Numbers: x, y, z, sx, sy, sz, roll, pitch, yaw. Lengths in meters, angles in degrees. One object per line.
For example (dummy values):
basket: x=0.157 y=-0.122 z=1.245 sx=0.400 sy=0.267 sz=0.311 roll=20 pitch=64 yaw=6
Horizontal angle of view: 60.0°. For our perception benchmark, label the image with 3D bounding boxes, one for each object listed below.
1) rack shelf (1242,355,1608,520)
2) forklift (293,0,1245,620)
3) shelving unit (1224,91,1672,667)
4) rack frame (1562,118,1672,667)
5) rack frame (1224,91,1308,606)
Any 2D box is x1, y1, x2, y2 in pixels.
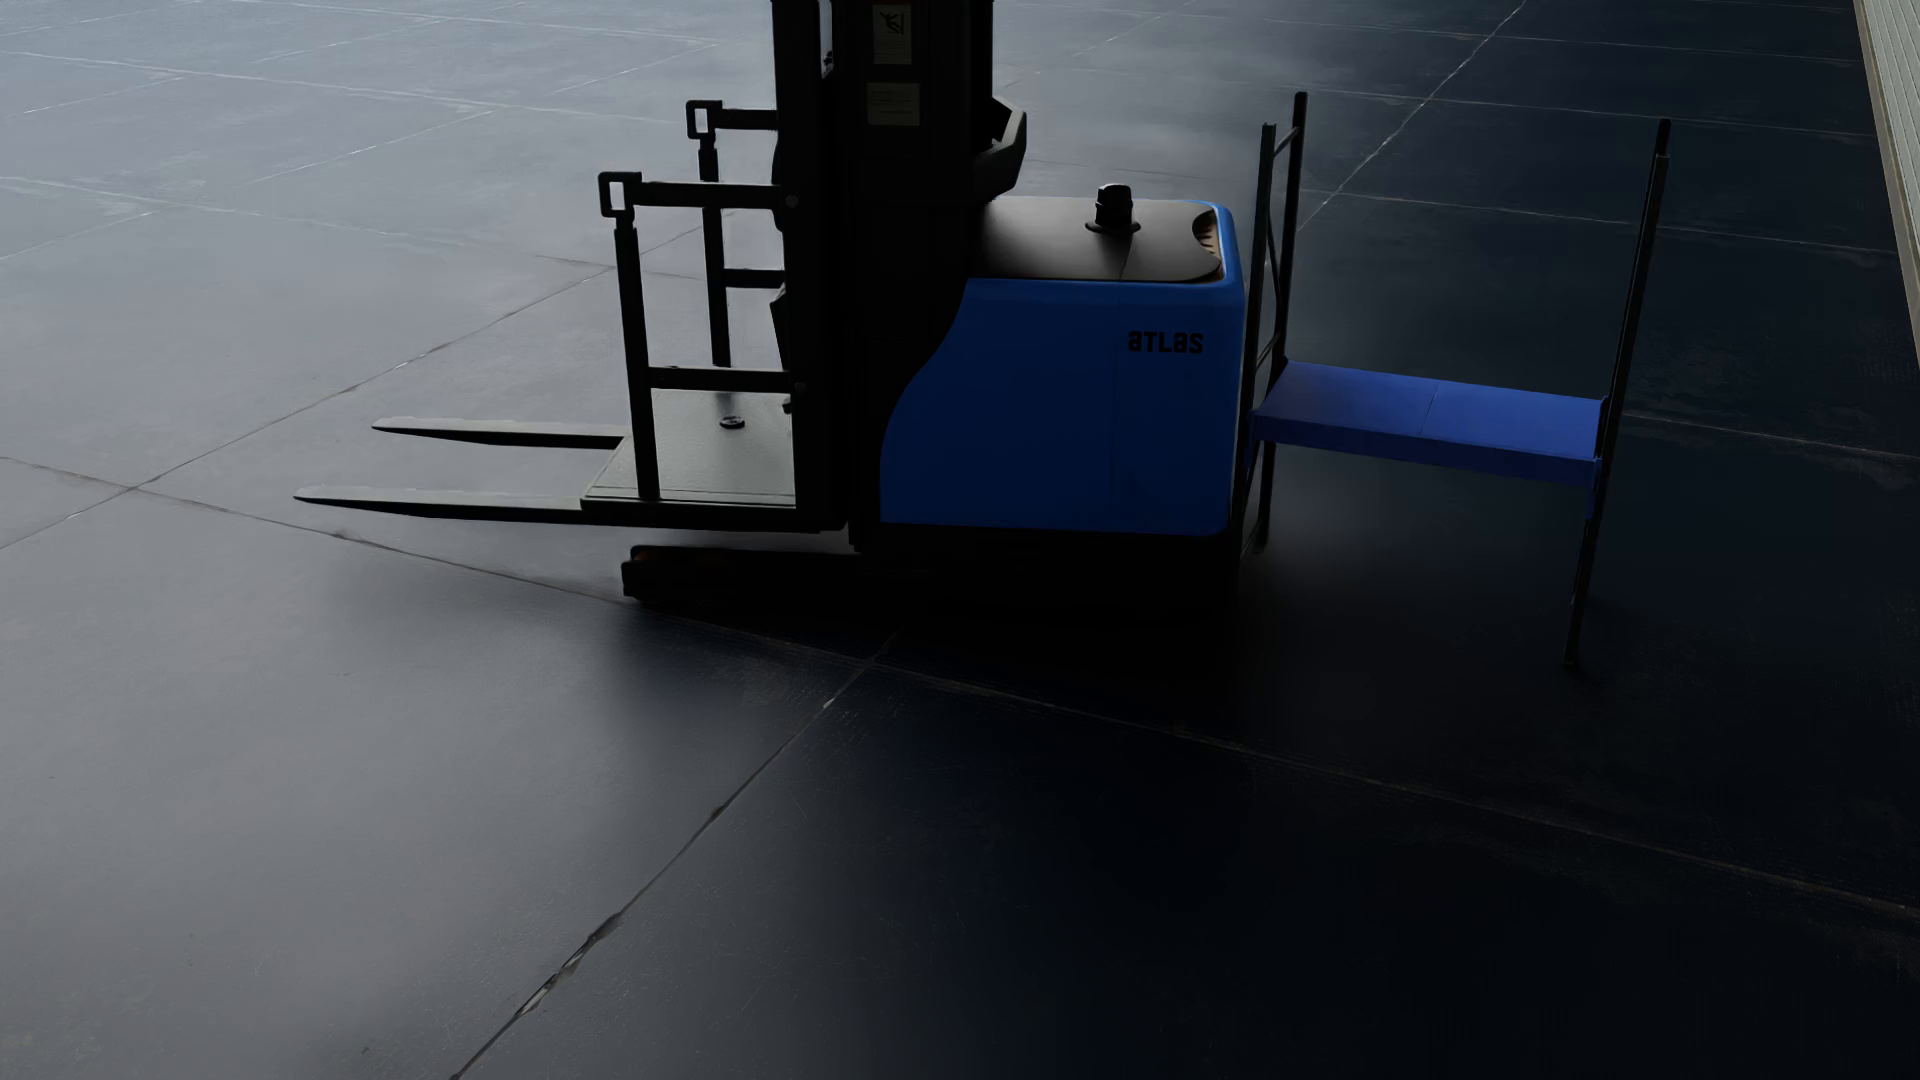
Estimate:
rack shelf: x=1.411 y=-0.326 z=5.023 sx=1.000 sy=0.185 sz=0.538 roll=10 pitch=28 yaw=19
forklift: x=-0.641 y=-1.333 z=5.042 sx=3.031 sy=2.935 sz=1.130 roll=3 pitch=26 yaw=5
shelving unit: x=1.411 y=-0.487 z=4.943 sx=1.048 sy=1.500 sz=0.538 roll=10 pitch=28 yaw=19
rack frame: x=1.883 y=-0.405 z=4.776 sx=0.032 sy=1.500 sz=0.500 roll=10 pitch=28 yaw=19
rack frame: x=0.938 y=-0.570 z=5.111 sx=0.032 sy=1.500 sz=0.500 roll=10 pitch=28 yaw=19
